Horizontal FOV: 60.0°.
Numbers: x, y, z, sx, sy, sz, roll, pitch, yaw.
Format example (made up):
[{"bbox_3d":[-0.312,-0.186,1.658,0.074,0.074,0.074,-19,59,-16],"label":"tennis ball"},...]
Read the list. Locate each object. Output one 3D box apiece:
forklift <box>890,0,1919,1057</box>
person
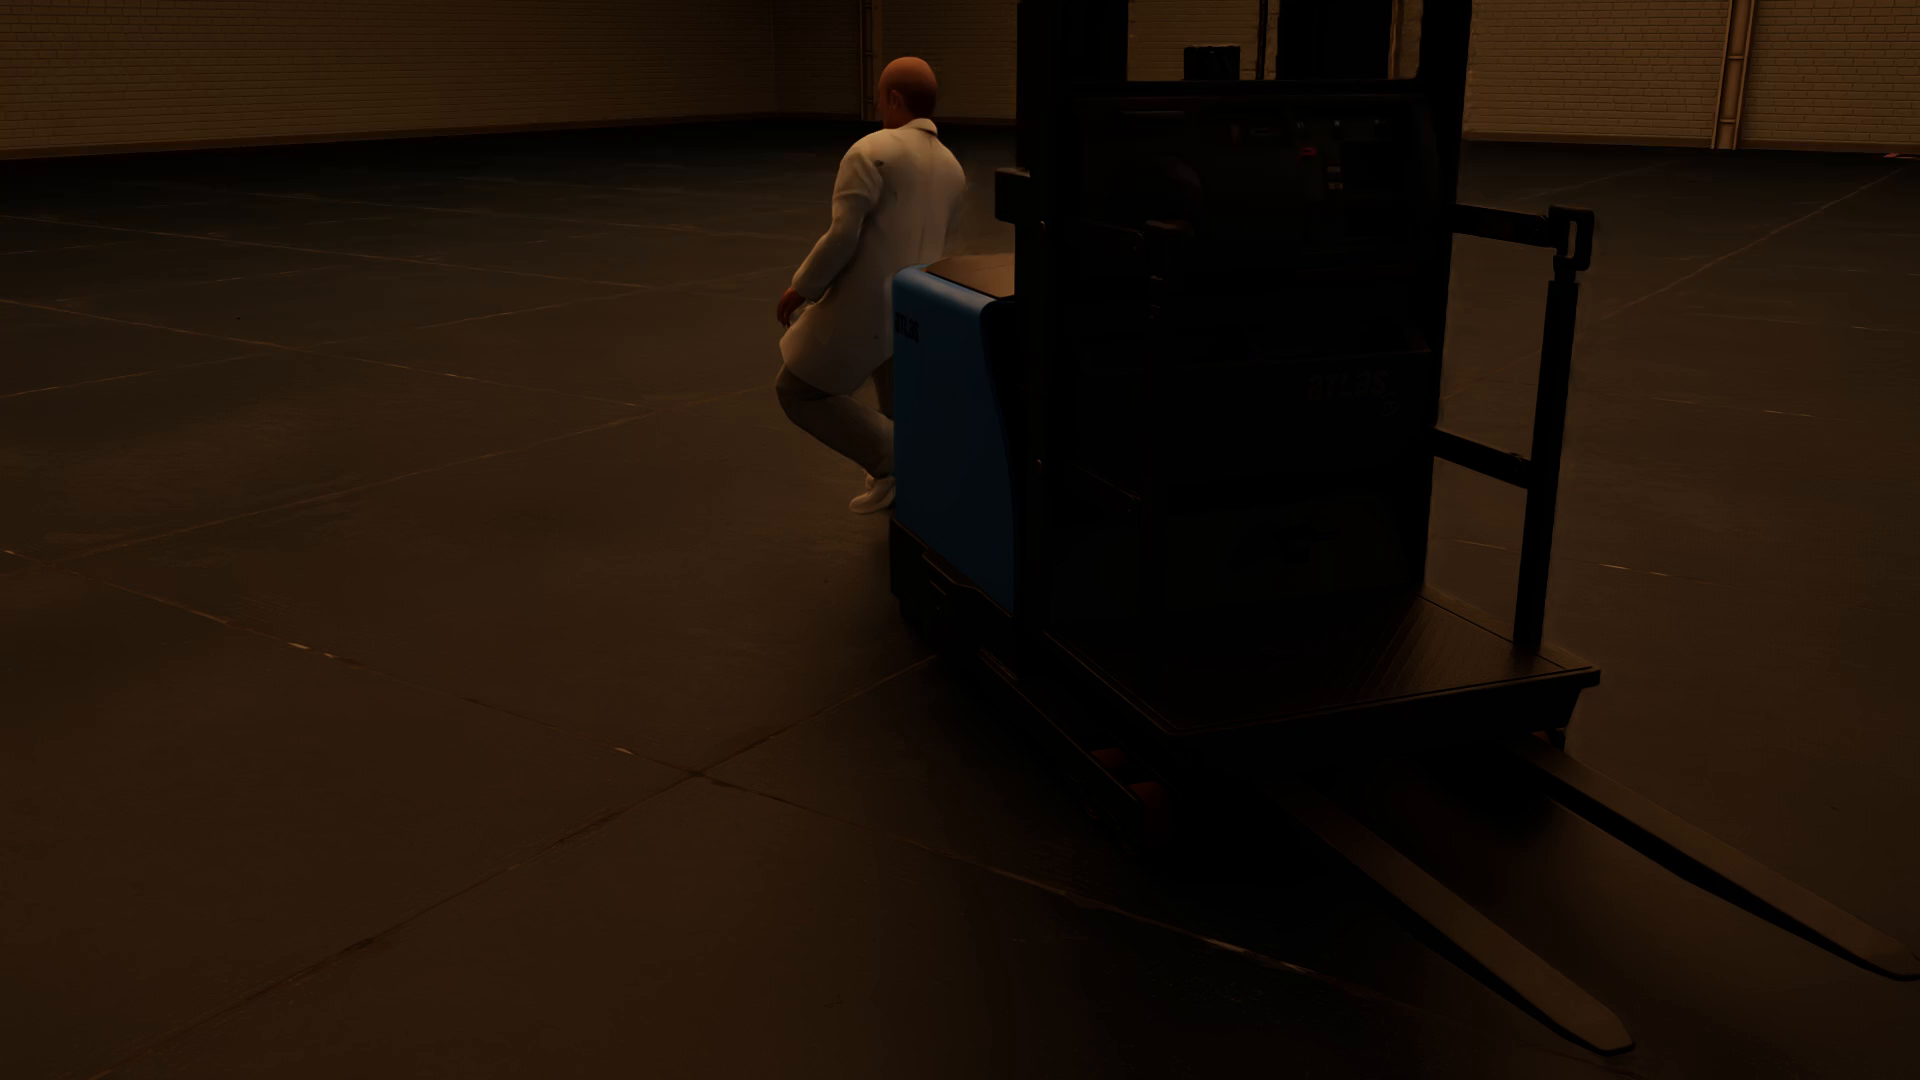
[{"bbox_3d":[0.773,-0.844,3.656,1.130,2.935,3.031,-6,18,-19],"label":"forklift"},{"bbox_3d":[-0.326,-0.836,5.850,0.708,1.661,0.790,15,22,40],"label":"person"}]
